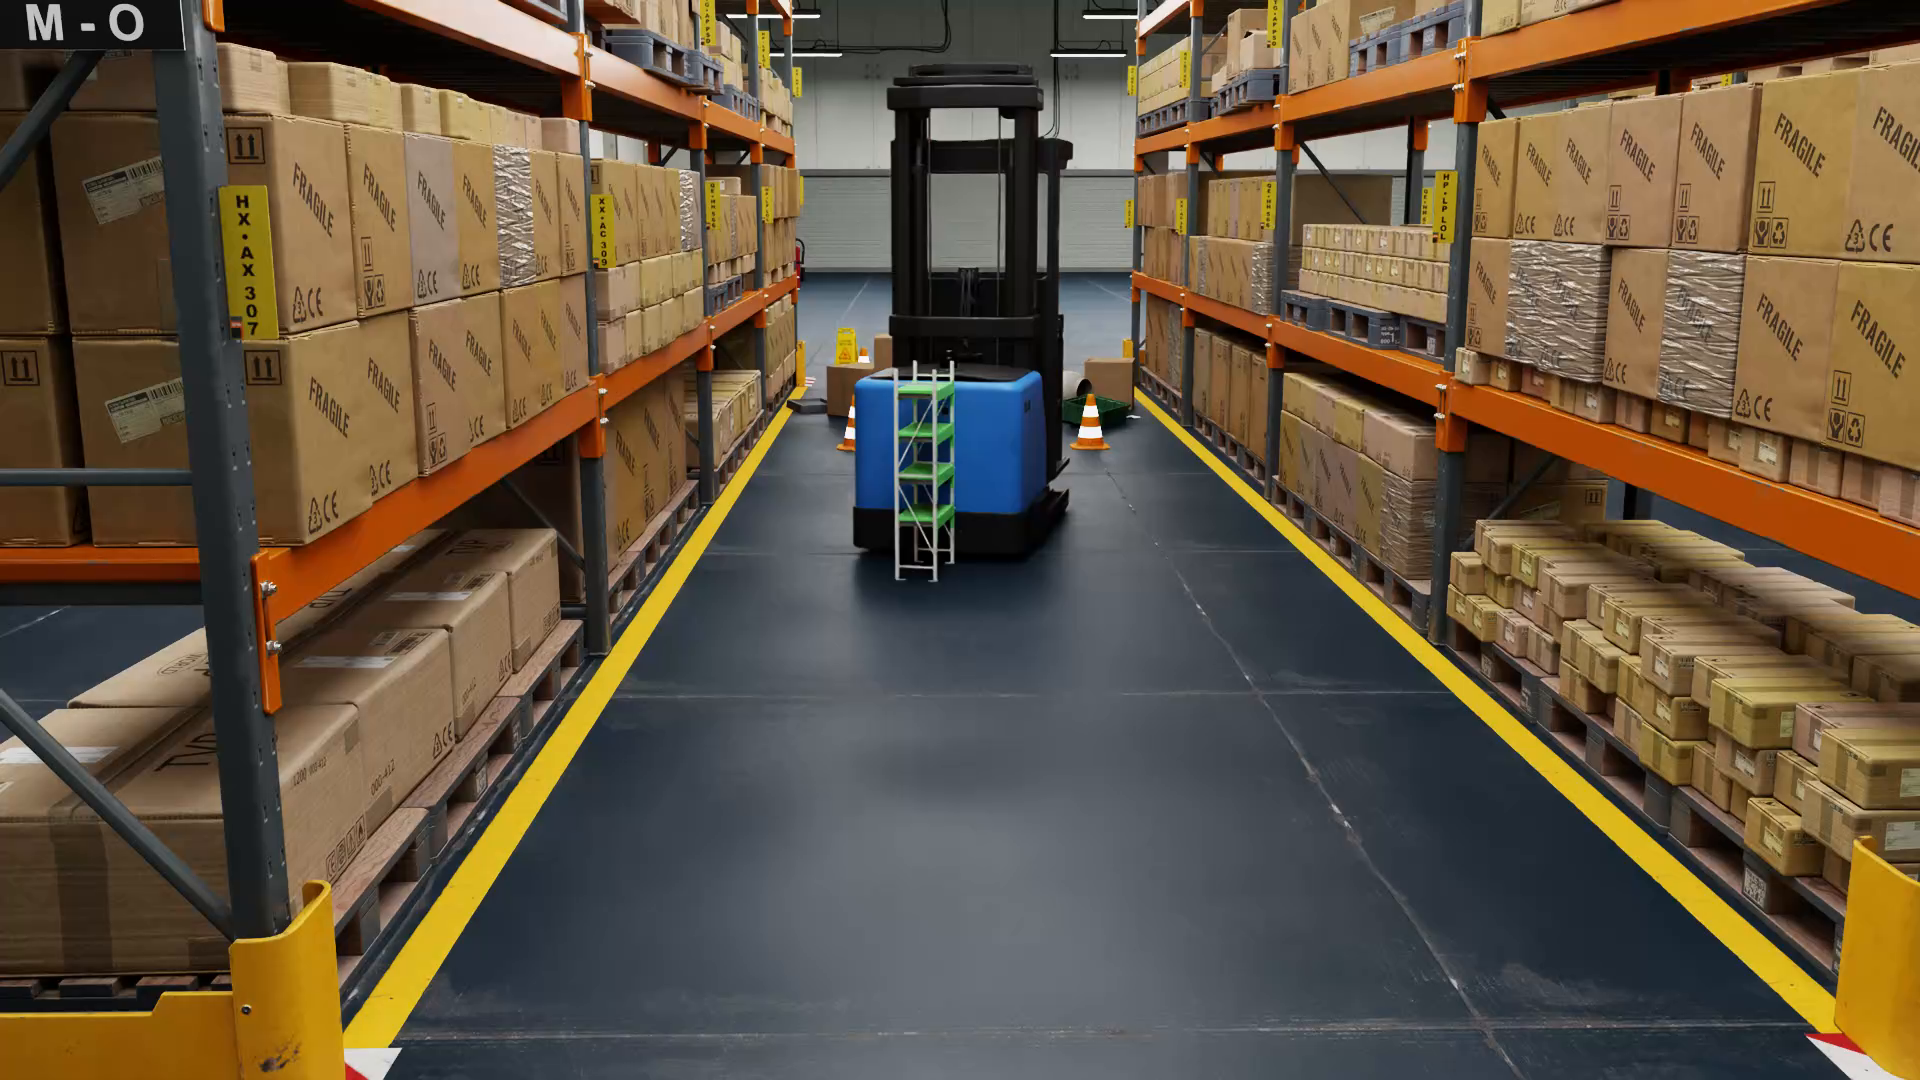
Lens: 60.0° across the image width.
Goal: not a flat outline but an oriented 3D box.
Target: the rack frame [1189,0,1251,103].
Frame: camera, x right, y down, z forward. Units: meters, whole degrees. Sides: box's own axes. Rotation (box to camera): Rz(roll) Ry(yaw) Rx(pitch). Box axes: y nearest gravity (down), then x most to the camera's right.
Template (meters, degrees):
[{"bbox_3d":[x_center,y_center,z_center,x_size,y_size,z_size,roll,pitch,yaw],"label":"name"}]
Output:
[{"bbox_3d":[2.619,-5.496,15.017,1.000,3.000,0.127,0,11,-1],"label":"rack frame"}]

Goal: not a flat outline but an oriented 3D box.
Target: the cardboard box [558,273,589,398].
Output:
[{"bbox_3d":[-1.898,-0.883,7.116,0.500,0.500,0.500,0,11,-1],"label":"cardboard box"}]

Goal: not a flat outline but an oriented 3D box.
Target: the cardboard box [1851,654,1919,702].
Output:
[{"bbox_3d":[3.104,0.470,5.317,0.380,0.149,0.250,-1,11,-4],"label":"cardboard box"}]

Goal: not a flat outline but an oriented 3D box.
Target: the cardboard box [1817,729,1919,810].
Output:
[{"bbox_3d":[2.602,0.625,4.552,0.380,0.149,0.250,0,11,0],"label":"cardboard box"}]

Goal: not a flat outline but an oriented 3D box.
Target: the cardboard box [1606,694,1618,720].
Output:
[{"bbox_3d":[2.619,0.609,6.127,0.380,0.149,0.250,0,11,0],"label":"cardboard box"}]

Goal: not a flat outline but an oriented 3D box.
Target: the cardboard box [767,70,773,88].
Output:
[{"bbox_3d":[-2.018,-4.474,16.148,0.380,0.149,0.250,0,11,-2],"label":"cardboard box"}]

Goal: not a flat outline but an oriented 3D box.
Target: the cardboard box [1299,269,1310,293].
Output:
[{"bbox_3d":[2.509,-1.754,11.235,0.380,0.149,0.250,0,11,-2],"label":"cardboard box"}]

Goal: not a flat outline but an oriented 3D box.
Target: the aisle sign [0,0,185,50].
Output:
[{"bbox_3d":[-1.789,-1.391,3.333,0.394,0.787,0.004,0,11,-1],"label":"aisle sign"}]

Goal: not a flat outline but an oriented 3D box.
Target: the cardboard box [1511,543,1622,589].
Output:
[{"bbox_3d":[2.585,0.109,7.098,0.380,0.149,0.250,0,11,-2],"label":"cardboard box"}]

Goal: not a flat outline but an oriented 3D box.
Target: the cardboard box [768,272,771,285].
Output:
[{"bbox_3d":[-2.077,-2.608,16.503,0.380,0.149,0.250,0,11,1],"label":"cardboard box"}]

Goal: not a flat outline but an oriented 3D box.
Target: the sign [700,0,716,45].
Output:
[{"bbox_3d":[-1.691,-3.483,11.140,0.100,0.325,0.005,0,11,-1],"label":"sign"}]

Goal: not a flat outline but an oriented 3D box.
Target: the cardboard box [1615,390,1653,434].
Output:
[{"bbox_3d":[2.590,-0.470,5.964,0.380,0.149,0.250,0,11,1],"label":"cardboard box"}]

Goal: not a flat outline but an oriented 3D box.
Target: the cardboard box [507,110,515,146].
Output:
[{"bbox_3d":[-1.923,-1.570,6.354,0.380,0.149,0.250,0,11,-2],"label":"cardboard box"}]

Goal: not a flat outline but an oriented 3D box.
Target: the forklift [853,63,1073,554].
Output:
[{"bbox_3d":[0.145,-1.596,11.056,1.130,2.935,3.031,2,12,11],"label":"forklift"}]

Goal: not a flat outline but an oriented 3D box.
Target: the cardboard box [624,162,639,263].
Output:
[{"bbox_3d":[-1.923,-1.654,8.401,0.500,0.500,0.500,0,11,-1],"label":"cardboard box"}]

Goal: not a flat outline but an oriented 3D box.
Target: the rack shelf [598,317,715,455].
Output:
[{"bbox_3d":[-2.204,-0.970,9.607,1.077,0.370,4.000,0,11,-1],"label":"rack shelf"}]

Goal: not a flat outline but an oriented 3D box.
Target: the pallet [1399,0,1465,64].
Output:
[{"bbox_3d":[2.878,-2.467,8.102,1.213,0.211,1.003,0,11,-1],"label":"pallet"}]

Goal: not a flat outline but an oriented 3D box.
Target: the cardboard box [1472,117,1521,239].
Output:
[{"bbox_3d":[2.550,-1.560,7.189,0.500,0.500,0.500,0,11,0],"label":"cardboard box"}]

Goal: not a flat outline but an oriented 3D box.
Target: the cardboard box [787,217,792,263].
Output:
[{"bbox_3d":[-2.119,-3.299,18.277,0.500,0.500,0.500,0,11,-1],"label":"cardboard box"}]

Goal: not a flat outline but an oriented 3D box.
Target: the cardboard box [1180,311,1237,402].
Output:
[{"bbox_3d":[2.676,-1.846,16.401,0.875,0.875,0.875,0,11,0],"label":"cardboard box"}]

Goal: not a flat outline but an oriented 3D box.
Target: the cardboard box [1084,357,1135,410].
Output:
[{"bbox_3d":[1.560,-1.636,17.362,0.500,0.500,0.500,2,12,9],"label":"cardboard box"}]

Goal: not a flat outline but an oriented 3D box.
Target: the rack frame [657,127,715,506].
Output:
[{"bbox_3d":[-2.246,-1.720,11.495,1.000,3.000,0.127,0,11,-1],"label":"rack frame"}]

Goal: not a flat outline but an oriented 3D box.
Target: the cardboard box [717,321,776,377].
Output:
[{"bbox_3d":[-2.071,-1.860,16.155,0.500,0.500,0.500,0,11,2],"label":"cardboard box"}]

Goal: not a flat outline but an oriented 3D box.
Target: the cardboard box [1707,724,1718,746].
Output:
[{"bbox_3d":[2.655,0.614,5.353,0.380,0.149,0.250,0,11,-2],"label":"cardboard box"}]

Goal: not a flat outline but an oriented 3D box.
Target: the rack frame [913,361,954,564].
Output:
[{"bbox_3d":[-0.154,-0.450,9.757,0.240,1.200,0.015,2,12,11],"label":"rack frame"}]

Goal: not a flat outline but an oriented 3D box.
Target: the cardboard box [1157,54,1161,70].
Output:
[{"bbox_3d":[2.255,-4.972,17.299,0.380,0.149,0.250,0,11,0],"label":"cardboard box"}]

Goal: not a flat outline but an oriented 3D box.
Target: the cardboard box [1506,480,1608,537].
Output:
[{"bbox_3d":[3.034,-0.094,8.711,0.500,0.500,0.500,0,11,1],"label":"cardboard box"}]

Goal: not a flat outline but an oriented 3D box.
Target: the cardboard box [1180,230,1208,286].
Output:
[{"bbox_3d":[2.599,-2.703,15.960,0.875,0.550,0.550,0,11,-1],"label":"cardboard box"}]

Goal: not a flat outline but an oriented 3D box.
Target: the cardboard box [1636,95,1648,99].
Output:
[{"bbox_3d":[7.316,-4.580,17.418,0.380,0.149,0.250,0,11,-2],"label":"cardboard box"}]

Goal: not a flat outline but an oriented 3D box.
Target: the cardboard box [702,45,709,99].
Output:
[{"bbox_3d":[-2.306,-3.544,12.680,0.797,0.503,0.637,0,11,-1],"label":"cardboard box"}]

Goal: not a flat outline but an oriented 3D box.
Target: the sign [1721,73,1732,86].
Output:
[{"bbox_3d":[7.037,-4.276,15.247,0.100,0.325,0.005,0,11,-1],"label":"sign"}]

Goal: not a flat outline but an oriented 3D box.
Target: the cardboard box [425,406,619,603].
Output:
[{"bbox_3d":[-2.256,-0.213,8.351,0.875,0.875,0.875,0,11,1],"label":"cardboard box"}]

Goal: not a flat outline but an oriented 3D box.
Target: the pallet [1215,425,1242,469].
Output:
[{"bbox_3d":[2.738,-0.793,13.938,1.003,0.211,1.213,0,11,-1],"label":"pallet"}]

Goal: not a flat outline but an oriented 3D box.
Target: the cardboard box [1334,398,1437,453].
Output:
[{"bbox_3d":[2.493,-0.668,9.653,0.500,0.250,0.500,-1,11,-4],"label":"cardboard box"}]

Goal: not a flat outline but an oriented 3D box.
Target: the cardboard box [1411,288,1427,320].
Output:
[{"bbox_3d":[2.569,-1.228,8.642,0.380,0.149,0.250,0,11,-1],"label":"cardboard box"}]

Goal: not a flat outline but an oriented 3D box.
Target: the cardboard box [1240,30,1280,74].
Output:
[{"bbox_3d":[2.380,-3.649,12.371,0.500,0.311,0.500,0,11,-1],"label":"cardboard box"}]

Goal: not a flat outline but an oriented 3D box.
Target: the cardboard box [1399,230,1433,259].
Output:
[{"bbox_3d":[2.565,-1.576,8.862,0.380,0.149,0.250,0,11,-1],"label":"cardboard box"}]

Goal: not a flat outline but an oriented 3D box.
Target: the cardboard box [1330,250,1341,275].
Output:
[{"bbox_3d":[2.533,-1.735,10.396,0.380,0.149,0.250,0,11,-1],"label":"cardboard box"}]

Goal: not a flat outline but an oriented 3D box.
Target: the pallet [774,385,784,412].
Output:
[{"bbox_3d":[-2.406,-1.525,17.547,1.003,0.211,1.213,0,11,-1],"label":"pallet"}]

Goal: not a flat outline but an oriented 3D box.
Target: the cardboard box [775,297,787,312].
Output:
[{"bbox_3d":[-2.053,-2.521,17.783,0.380,0.149,0.250,0,11,1],"label":"cardboard box"}]

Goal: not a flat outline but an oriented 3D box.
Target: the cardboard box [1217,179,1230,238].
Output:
[{"bbox_3d":[2.647,-2.894,14.514,0.700,0.500,0.500,0,11,-2],"label":"cardboard box"}]

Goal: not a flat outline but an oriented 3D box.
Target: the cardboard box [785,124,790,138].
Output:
[{"bbox_3d":[-2.086,-4.538,18.473,0.380,0.149,0.250,0,11,-1],"label":"cardboard box"}]

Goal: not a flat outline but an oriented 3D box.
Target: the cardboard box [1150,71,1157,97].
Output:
[{"bbox_3d":[2.312,-4.850,17.698,0.500,0.250,0.500,0,11,-2],"label":"cardboard box"}]

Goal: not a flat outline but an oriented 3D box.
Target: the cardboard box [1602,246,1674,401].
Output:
[{"bbox_3d":[2.574,-0.756,5.741,0.500,0.500,0.500,0,11,2],"label":"cardboard box"}]

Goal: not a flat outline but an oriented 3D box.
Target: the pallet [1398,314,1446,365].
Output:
[{"bbox_3d":[2.914,-1.024,8.546,1.003,0.211,1.213,0,11,-1],"label":"pallet"}]

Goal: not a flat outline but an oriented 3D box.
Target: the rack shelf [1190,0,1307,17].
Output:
[{"bbox_3d":[2.660,-4.550,13.169,1.077,0.370,4.000,0,11,-1],"label":"rack shelf"}]

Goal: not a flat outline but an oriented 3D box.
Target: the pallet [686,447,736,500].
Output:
[{"bbox_3d":[-2.260,-0.509,12.538,1.003,0.211,1.213,0,11,-1],"label":"pallet"}]

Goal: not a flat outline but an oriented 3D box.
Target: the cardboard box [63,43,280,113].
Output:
[{"bbox_3d":[-1.811,-1.059,3.836,0.380,0.149,0.250,0,11,0],"label":"cardboard box"}]

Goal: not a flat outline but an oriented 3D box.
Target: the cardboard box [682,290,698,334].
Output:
[{"bbox_3d":[-1.949,-1.446,10.519,0.500,0.250,0.500,0,11,0],"label":"cardboard box"}]

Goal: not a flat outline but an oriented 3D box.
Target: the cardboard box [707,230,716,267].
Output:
[{"bbox_3d":[-2.024,-2.211,11.859,0.500,0.500,0.500,-1,11,-3],"label":"cardboard box"}]

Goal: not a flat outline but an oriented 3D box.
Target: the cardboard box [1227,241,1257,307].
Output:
[{"bbox_3d":[2.404,-2.097,13.099,0.500,0.500,0.500,0,11,-2],"label":"cardboard box"}]

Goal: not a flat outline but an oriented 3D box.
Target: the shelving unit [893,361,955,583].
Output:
[{"bbox_3d":[-0.201,-0.402,9.523,0.258,1.200,0.503,2,12,11],"label":"shelving unit"}]

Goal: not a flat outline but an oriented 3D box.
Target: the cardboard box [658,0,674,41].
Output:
[{"bbox_3d":[-1.919,-3.096,9.424,0.500,0.500,0.500,0,11,-1],"label":"cardboard box"}]

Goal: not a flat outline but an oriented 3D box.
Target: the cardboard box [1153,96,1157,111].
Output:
[{"bbox_3d":[2.249,-4.632,17.629,0.380,0.149,0.250,0,11,-2],"label":"cardboard box"}]
